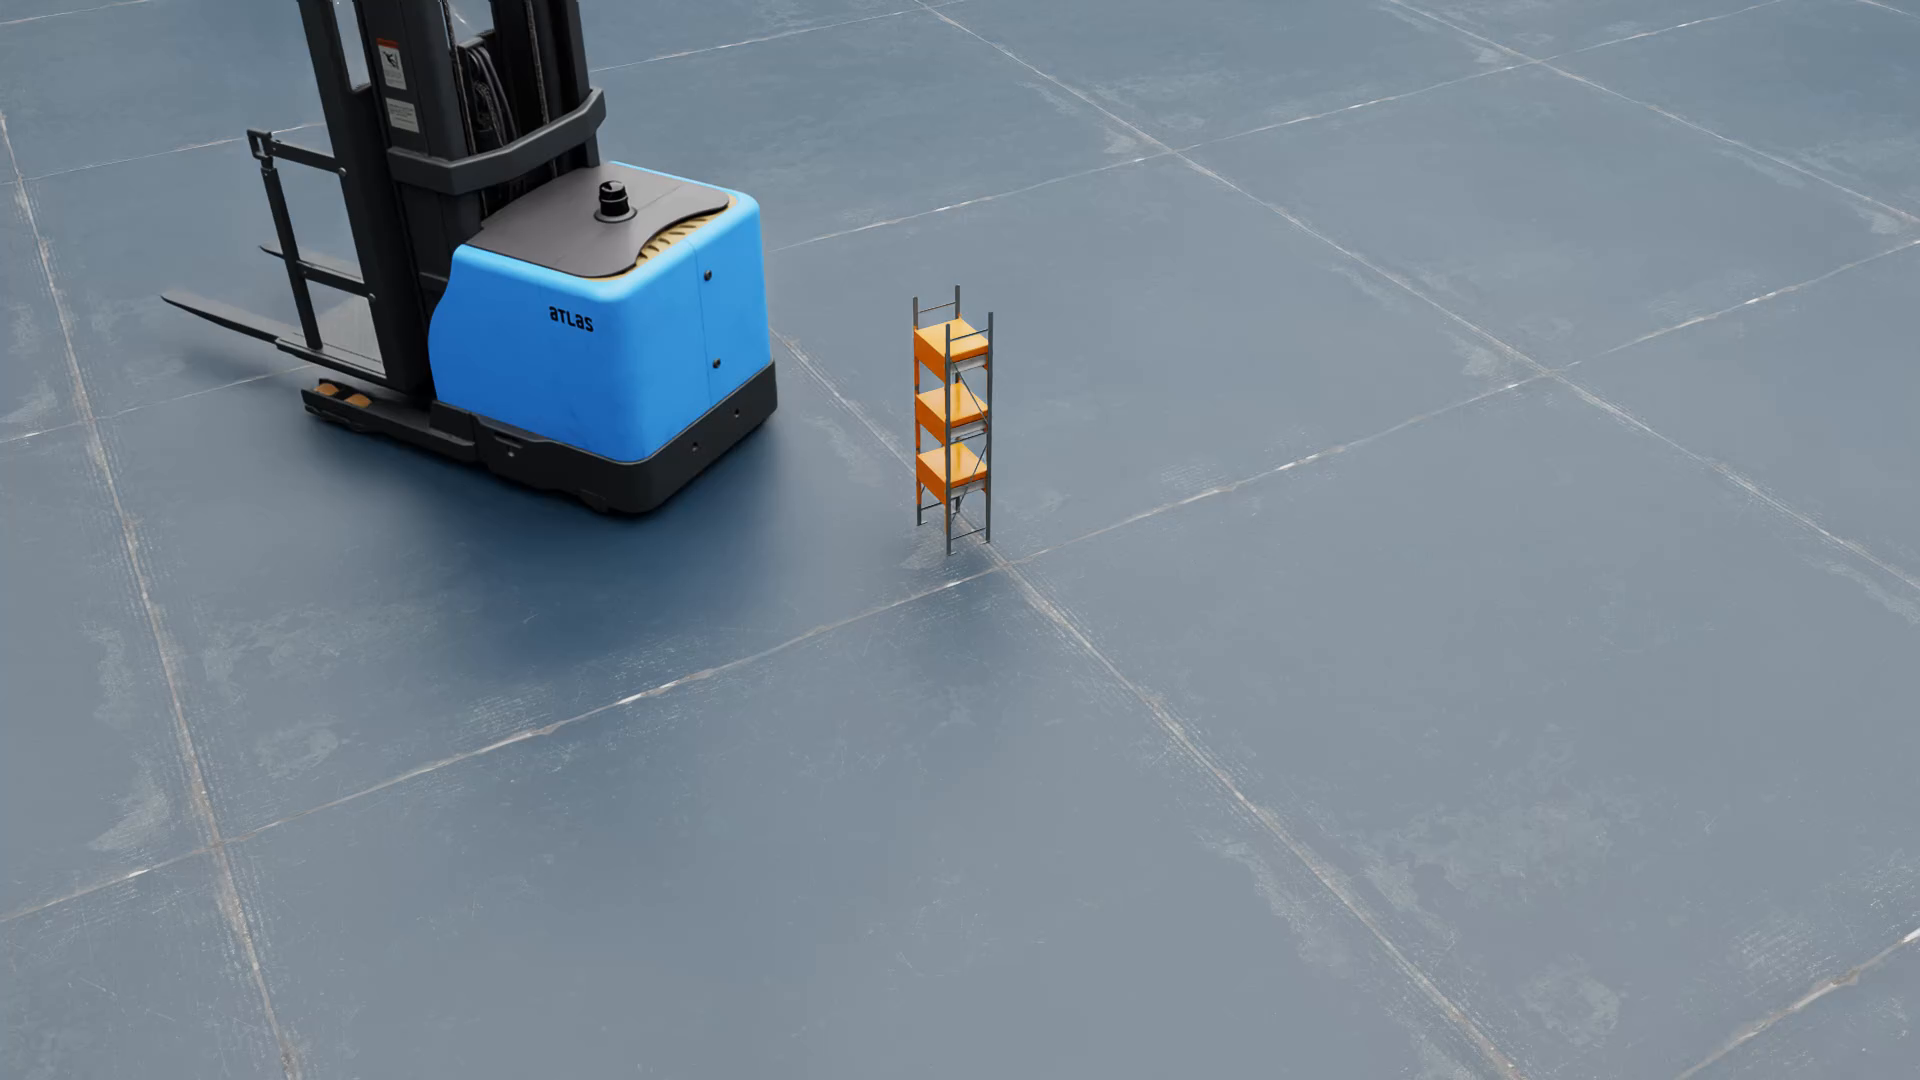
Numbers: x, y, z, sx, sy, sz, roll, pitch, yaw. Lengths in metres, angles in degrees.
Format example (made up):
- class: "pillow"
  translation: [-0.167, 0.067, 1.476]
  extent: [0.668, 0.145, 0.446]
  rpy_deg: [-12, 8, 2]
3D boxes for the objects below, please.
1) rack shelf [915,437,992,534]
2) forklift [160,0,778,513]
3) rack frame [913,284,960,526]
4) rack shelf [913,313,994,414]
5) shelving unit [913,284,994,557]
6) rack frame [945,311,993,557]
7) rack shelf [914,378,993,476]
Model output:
- class: "rack shelf"
  translation: [-0.027, -0.218, 6.648]
  extent: [0.215, 0.259, 0.240]
  rpy_deg: [-19, 40, -24]
- class: "forklift"
  translation: [-2.356, -1.916, 6.889]
  extent: [3.031, 2.935, 1.130]
  rpy_deg: [18, 40, 23]
- class: "rack frame"
  translation: [-0.088, -0.513, 6.563]
  extent: [0.200, 1.050, 0.008]
  rpy_deg: [-19, 40, -24]
- class: "rack shelf"
  translation: [-0.027, -0.672, 6.317]
  extent: [0.215, 0.259, 0.240]
  rpy_deg: [-19, 40, -24]
- class: "shelving unit"
  translation: [-0.027, -0.451, 6.478]
  extent: [0.215, 1.050, 0.252]
  rpy_deg: [-19, 40, -24]
- class: "rack frame"
  translation: [0.034, -0.389, 6.393]
  extent: [0.200, 1.050, 0.008]
  rpy_deg: [-19, 40, -24]
- class: "rack shelf"
  translation: [-0.027, -0.443, 6.484]
  extent: [0.215, 0.259, 0.240]
  rpy_deg: [-19, 40, -24]
